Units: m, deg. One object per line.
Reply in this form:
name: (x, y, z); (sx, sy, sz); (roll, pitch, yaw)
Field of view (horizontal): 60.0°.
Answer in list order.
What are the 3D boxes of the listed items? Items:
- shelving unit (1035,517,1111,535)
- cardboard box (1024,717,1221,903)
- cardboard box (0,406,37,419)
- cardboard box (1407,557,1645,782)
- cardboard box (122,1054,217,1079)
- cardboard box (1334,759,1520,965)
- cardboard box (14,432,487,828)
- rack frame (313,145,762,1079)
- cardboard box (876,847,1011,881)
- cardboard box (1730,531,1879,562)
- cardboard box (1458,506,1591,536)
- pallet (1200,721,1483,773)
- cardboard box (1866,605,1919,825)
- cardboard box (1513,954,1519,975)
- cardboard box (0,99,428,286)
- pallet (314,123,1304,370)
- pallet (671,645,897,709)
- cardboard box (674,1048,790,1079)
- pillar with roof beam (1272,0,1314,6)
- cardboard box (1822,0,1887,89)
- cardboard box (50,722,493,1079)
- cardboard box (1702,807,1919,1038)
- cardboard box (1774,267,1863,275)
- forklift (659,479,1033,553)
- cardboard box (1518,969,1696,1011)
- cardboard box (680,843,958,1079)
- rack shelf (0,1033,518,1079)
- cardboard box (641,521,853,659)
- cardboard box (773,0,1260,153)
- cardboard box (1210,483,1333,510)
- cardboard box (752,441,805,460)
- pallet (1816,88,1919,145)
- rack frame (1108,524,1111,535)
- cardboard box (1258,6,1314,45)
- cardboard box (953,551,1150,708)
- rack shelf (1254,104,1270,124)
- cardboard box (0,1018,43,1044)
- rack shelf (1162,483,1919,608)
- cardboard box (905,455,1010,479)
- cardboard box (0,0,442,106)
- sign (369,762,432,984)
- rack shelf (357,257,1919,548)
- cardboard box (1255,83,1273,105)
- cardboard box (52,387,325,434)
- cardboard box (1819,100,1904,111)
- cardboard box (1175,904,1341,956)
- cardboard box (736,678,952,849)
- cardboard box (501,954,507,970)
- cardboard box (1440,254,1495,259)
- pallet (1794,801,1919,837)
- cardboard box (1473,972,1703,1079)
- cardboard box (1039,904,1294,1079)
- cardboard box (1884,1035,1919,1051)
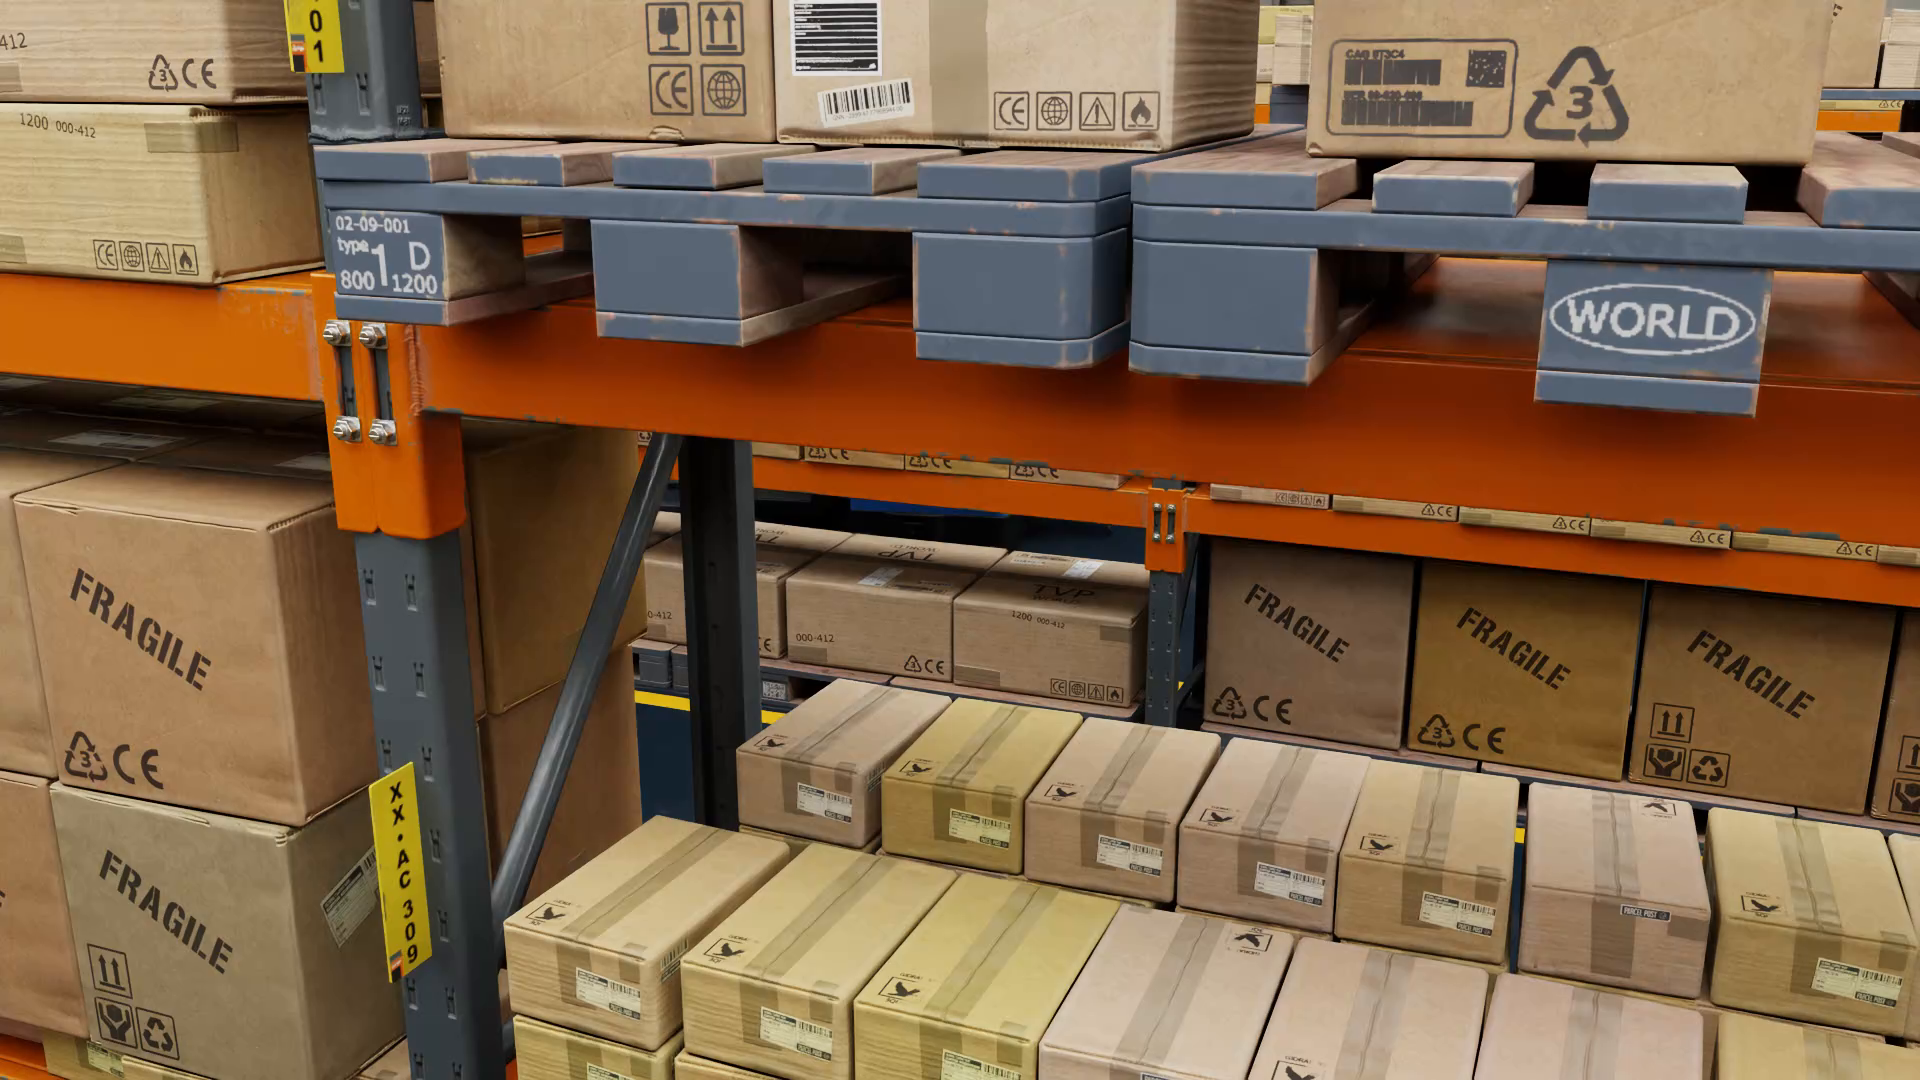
shelving unit: (0.796, -1.064, 11.489); (0.503, 2.100, 0.431); (1, -27, 3)
cardboard box: (0.286, 0.454, 2.859); (0.250, 0.149, 0.380); (6, 17, 19)
cardboard box: (-2.139, 0.020, 3.219); (0.500, 0.500, 0.500); (7, 18, 22)
cardboard box: (2.522, 0.434, 7.356); (0.875, 0.875, 0.875); (7, 18, 22)
cardboard box: (-1.280, 0.930, 3.039); (0.250, 0.149, 0.380); (6, 17, 19)
cardboard box: (0.758, 0.507, 2.677); (0.250, 0.149, 0.380); (6, 17, 19)
cardboard box: (-1.186, 0.127, 2.848); (0.500, 0.500, 0.500); (6, 17, 19)
rack frame: (-0.649, 0.776, 3.119); (0.127, 3.000, 1.000); (6, 17, 21)
cardboard box: (0.039, 0.569, 2.999); (0.250, 0.149, 0.380); (6, 17, 21)
cardboard box: (3.285, -0.125, 6.493); (0.500, 0.250, 0.500); (6, 17, 20)
cardboard box: (2.338, -0.223, 6.831); (0.500, 0.250, 0.500); (6, 17, 20)
pallet: (1.819, 0.881, 7.761); (1.213, 0.211, 1.003); (6, 17, 21)
cardboard box: (4.182, 0.618, 6.723); (0.875, 0.875, 0.875); (6, 17, 20)
cardboard box: (1.006, 0.817, 2.676); (0.250, 0.149, 0.380); (7, 18, 23)
cardboard box: (-1.205, -0.572, 2.654); (0.500, 0.250, 0.500); (7, 17, 22)
pallet: (-0.114, -0.483, 2.414); (1.003, 0.211, 1.213); (6, 17, 21)
pallet: (-0.744, 0.599, 8.732); (1.213, 0.211, 1.003); (6, 17, 21)
cardboard box: (-0.210, 0.738, 2.415); (0.250, 0.149, 0.380); (6, 17, 20)
pillar with roof beam: (0.994, -3.875, 8.381); (0.400, 9.000, 9.100); (6, 17, 21)
cardboard box: (3.048, -1.904, 6.039); (0.500, 0.500, 0.500); (6, 17, 21)
cardboard box: (-1.203, 0.609, 2.982); (0.500, 0.500, 0.500); (6, 17, 21)
cardboard box: (1.259, 0.561, 2.492); (0.250, 0.149, 0.380); (6, 17, 20)
cardboard box: (3.484, -0.856, 6.769); (0.500, 0.500, 0.500); (7, 18, 22)
forklift: (-1.057, -1.467, 10.970); (3.031, 2.935, 1.130); (3, 16, 10)
cardboard box: (1.021, 0.676, 2.629); (0.250, 0.149, 0.380); (6, 17, 21)
cardboard box: (-0.190, 0.596, 2.370); (0.250, 0.149, 0.380); (7, 18, 22)
rack shelf: (-2.510, 0.917, 3.924); (4.000, 0.370, 1.077); (6, 17, 21)
cardboard box: (-1.143, 0.235, 8.827); (0.875, 0.438, 0.875); (7, 18, 22)
cardboard box: (0.093, -0.679, 2.157); (0.500, 0.311, 0.500); (6, 17, 20)
cardboard box: (1.386, -0.332, 7.207); (0.500, 0.250, 0.500); (6, 17, 19)
cardboard box: (-0.887, -0.703, 8.037); (0.500, 0.500, 0.500); (7, 18, 22)
pallet: (3.134, -1.624, 6.347); (1.213, 0.211, 1.003); (7, 18, 23)
rack frame: (1.039, -1.060, 11.476); (0.015, 2.100, 0.400); (1, -27, 3)
cardboard box: (2.333, -3.546, 11.467); (0.500, 0.250, 0.500); (6, 17, 21)
cardboard box: (0.528, 0.419, 8.193); (0.875, 0.438, 0.875); (6, 17, 20)
rack shelf: (1.030, -3.105, 12.400); (4.000, 0.370, 1.077); (6, 17, 21)
cardboard box: (-1.722, 0.843, 3.339); (0.250, 0.149, 0.380); (6, 17, 19)
rack shelf: (2.934, 0.032, 6.973); (4.000, 0.370, 1.077); (6, 17, 21)
cardboard box: (0.067, -0.598, 7.675); (0.500, 0.500, 0.500); (6, 17, 19)
cardboard box: (-1.172, -0.814, 2.588); (0.500, 0.250, 0.500); (5, 17, 18)
sign: (-0.841, 0.502, 2.511); (0.005, 0.325, 0.100); (6, 17, 21)
rack shelf: (1.211, -0.114, 2.097); (4.000, 0.370, 1.077); (6, 17, 21)
cardboard box: (2.221, -3.111, 11.581); (0.250, 0.149, 0.380); (6, 17, 21)
cardboard box: (-1.467, -0.053, 3.470); (0.500, 0.500, 0.500); (6, 17, 19)
cardboard box: (5.578, -2.806, 10.346); (0.500, 0.250, 0.500); (6, 17, 21)
cardboard box: (0.525, 0.622, 2.816); (0.250, 0.149, 0.380); (6, 17, 19)
cardboard box: (-0.204, 0.400, 3.046); (0.250, 0.149, 0.380); (7, 18, 23)
cardboard box: (-0.793, 0.783, 3.546); (0.250, 0.149, 0.380); (7, 18, 23)
cardboard box: (2.065, -1.014, 7.315); (0.500, 0.500, 0.500); (7, 17, 22)
pallet: (4.088, 1.130, 6.901); (1.213, 0.211, 1.003); (6, 17, 21)
cardboard box: (0.752, 0.701, 2.008); (0.250, 0.149, 0.380); (7, 18, 23)
cardboard box: (0.279, 0.649, 2.187); (0.250, 0.149, 0.380); (6, 17, 20)
cardboard box: (1.497, 0.729, 2.447); (0.250, 0.149, 0.380); (6, 17, 20)
